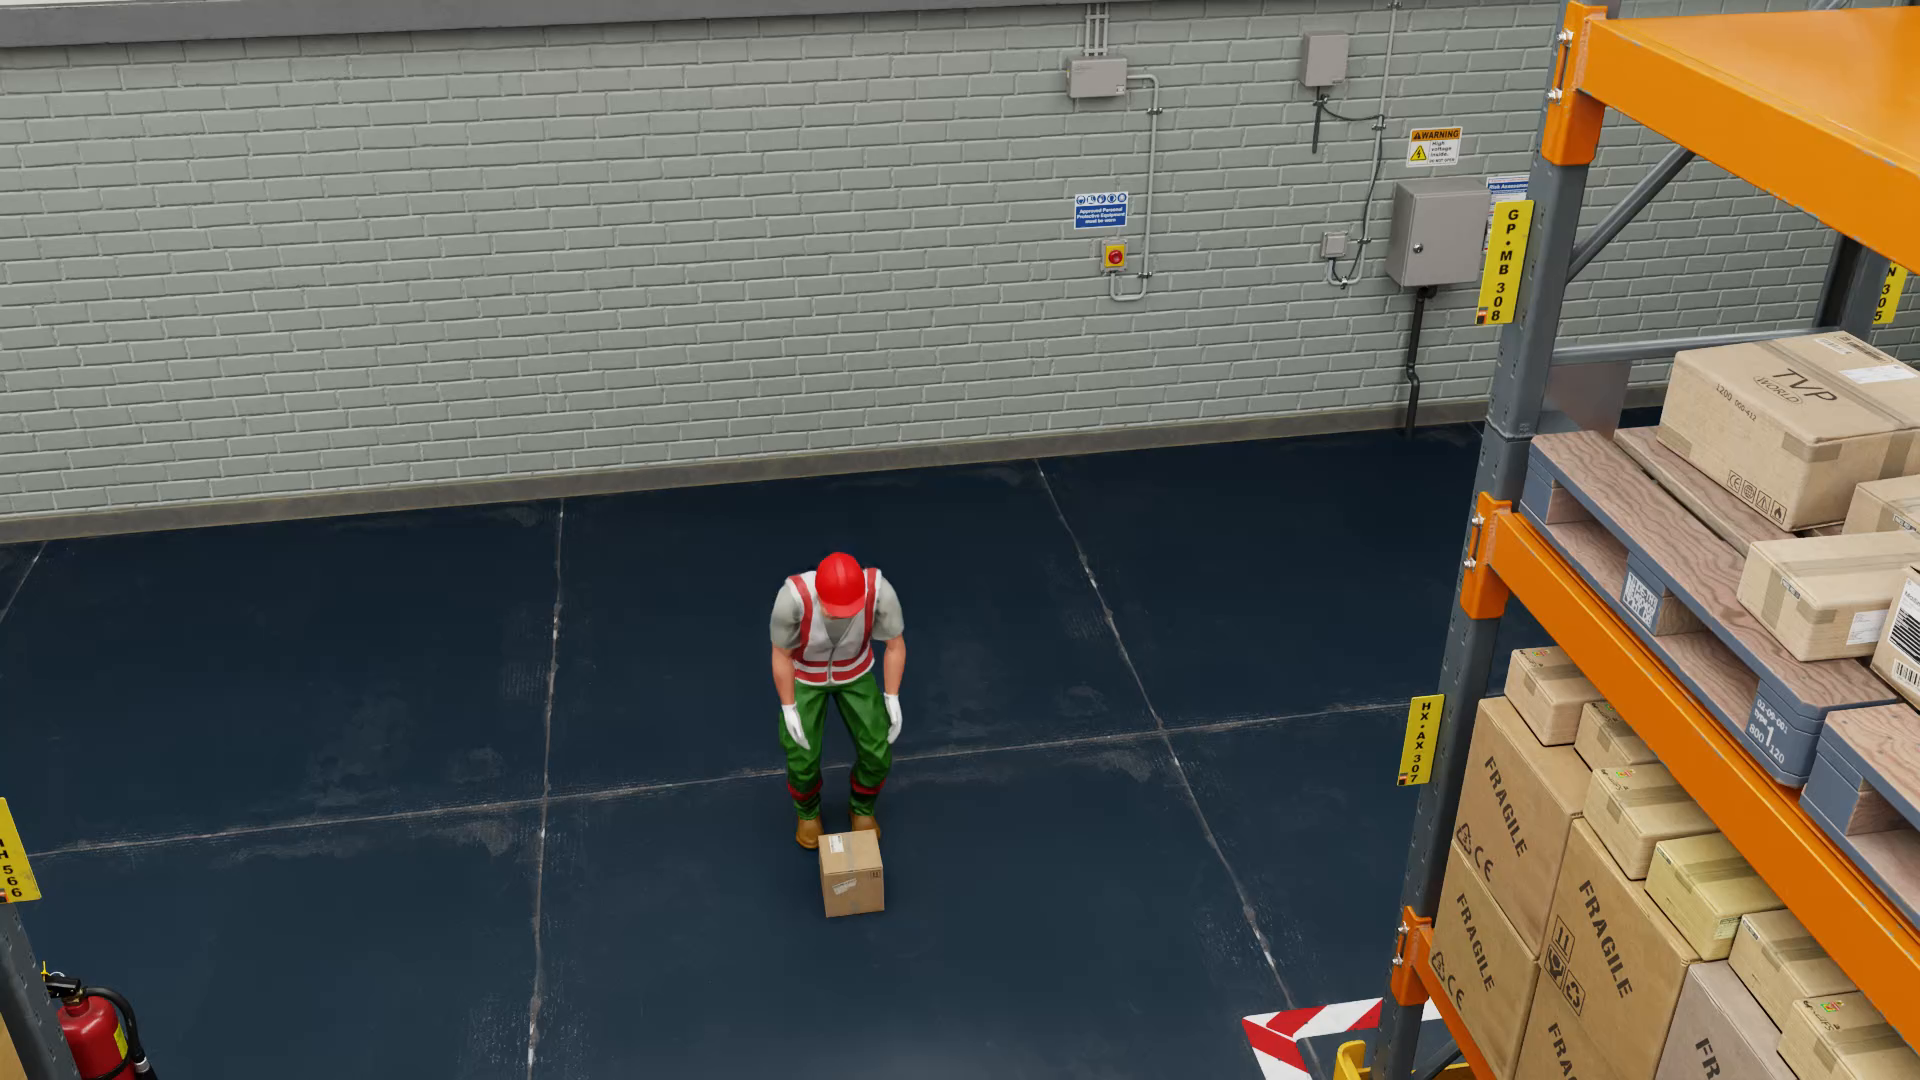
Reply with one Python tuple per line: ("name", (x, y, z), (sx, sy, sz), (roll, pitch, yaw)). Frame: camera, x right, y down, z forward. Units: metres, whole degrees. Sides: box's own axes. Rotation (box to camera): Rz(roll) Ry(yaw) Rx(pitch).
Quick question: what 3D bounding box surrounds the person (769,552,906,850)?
("person", (-0.520, 0.653, 7.211), (0.575, 1.580, 0.647), (-5, 31, -8))
